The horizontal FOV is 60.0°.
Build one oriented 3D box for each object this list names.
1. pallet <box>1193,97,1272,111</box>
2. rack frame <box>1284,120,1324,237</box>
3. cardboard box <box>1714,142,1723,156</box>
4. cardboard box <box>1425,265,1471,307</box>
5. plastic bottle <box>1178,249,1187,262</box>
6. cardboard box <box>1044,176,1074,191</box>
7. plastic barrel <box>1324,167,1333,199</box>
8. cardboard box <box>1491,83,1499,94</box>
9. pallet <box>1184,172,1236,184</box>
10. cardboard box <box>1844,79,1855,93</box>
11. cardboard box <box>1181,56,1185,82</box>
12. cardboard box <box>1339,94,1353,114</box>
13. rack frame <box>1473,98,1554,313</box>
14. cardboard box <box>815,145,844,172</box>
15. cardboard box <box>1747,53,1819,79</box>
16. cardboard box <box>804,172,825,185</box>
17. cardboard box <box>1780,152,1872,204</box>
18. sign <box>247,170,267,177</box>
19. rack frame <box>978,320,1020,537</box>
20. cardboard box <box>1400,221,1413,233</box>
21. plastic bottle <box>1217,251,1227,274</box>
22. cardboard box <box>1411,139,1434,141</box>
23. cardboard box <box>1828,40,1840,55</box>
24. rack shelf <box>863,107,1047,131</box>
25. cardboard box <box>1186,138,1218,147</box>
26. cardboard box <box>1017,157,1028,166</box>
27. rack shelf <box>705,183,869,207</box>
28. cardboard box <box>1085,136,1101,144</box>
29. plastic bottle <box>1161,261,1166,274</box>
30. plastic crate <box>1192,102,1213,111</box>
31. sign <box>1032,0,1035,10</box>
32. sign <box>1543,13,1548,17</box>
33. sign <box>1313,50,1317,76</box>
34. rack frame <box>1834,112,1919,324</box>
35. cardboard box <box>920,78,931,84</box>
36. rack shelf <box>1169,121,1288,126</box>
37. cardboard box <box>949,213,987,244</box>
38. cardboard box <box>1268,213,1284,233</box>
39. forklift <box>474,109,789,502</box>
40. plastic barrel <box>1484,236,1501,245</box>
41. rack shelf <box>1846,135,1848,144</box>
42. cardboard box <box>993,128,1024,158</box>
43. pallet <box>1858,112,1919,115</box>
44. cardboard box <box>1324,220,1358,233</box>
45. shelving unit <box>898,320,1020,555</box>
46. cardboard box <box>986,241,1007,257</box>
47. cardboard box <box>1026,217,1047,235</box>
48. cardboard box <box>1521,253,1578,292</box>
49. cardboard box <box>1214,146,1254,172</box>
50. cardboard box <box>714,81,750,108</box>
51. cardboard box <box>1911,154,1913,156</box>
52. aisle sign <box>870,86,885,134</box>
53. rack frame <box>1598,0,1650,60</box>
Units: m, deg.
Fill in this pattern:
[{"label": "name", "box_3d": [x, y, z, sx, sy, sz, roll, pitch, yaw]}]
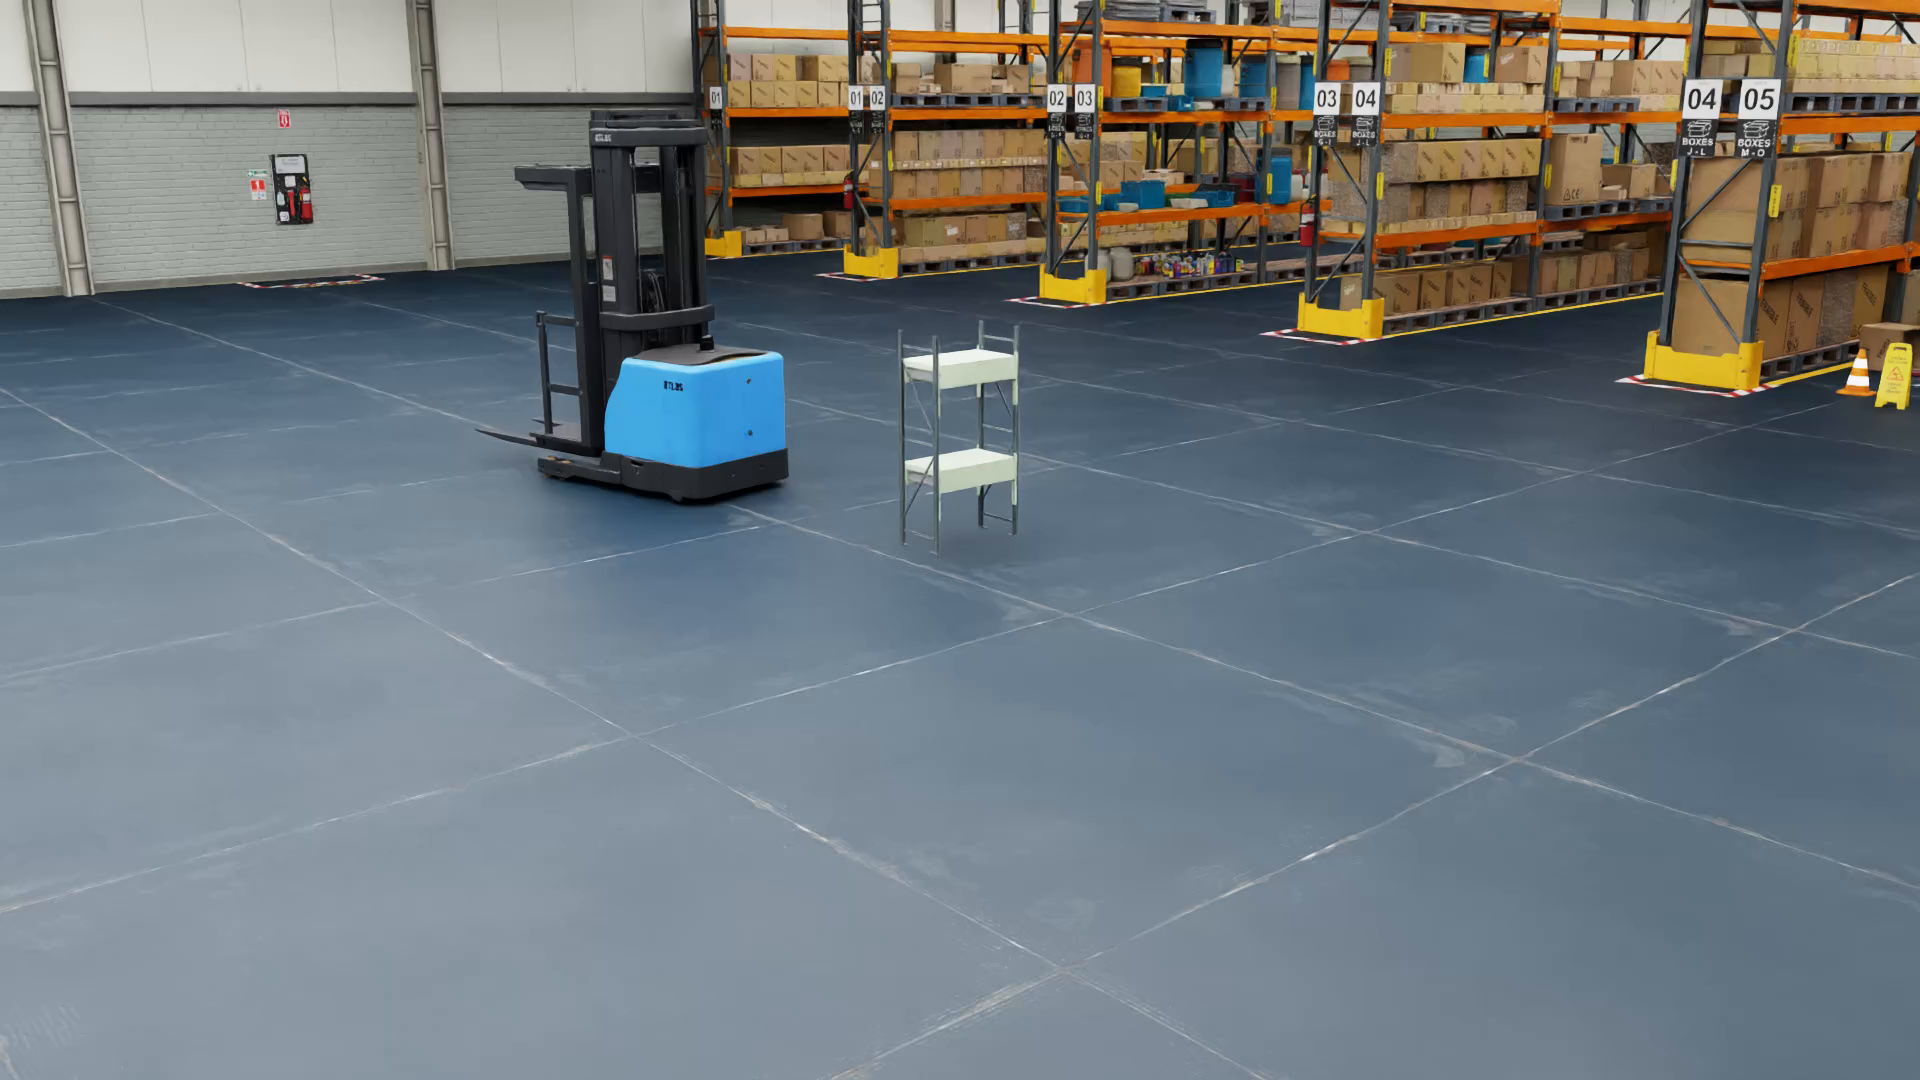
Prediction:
[{"label": "pallet", "box_3d": [4.239, -7.027, 26.800, 1.003, 0.211, 1.213, -13, 19, -39]}, {"label": "rack frame", "box_3d": [7.506, -8.131, 36.377, 0.127, 3.000, 1.000, -13, 19, -39]}, {"label": "cardboard box", "box_3d": [12.044, -6.288, 27.339, 0.637, 0.503, 0.797, -12, 19, -38]}, {"label": "cardboard box", "box_3d": [6.799, -3.563, 23.306, 0.500, 0.500, 0.500, 14, 20, 42]}, {"label": "plastic bottle", "box_3d": [3.696, -4.656, 27.647, 0.185, 0.351, 0.144, -14, 20, -42]}, {"label": "cardboard box", "box_3d": [1.813, -6.795, 31.667, 0.500, 0.250, 0.500, -11, 19, -36]}, {"label": "plastic barrel", "box_3d": [6.465, -6.193, 28.860, 0.433, 0.535, 0.433, 0, 15, 0]}, {"label": "cardboard box", "box_3d": [7.087, -6.137, 22.617, 0.250, 0.149, 0.380, -12, 19, -37]}, {"label": "pallet", "box_3d": [4.953, -7.489, 34.346, 1.003, 0.211, 1.213, -13, 19, -39]}, {"label": "cardboard box", "box_3d": [9.554, -4.975, 18.228, 0.250, 0.149, 0.380, -13, 20, -40]}, {"label": "cardboard box", "box_3d": [4.821, -9.506, 33.584, 0.500, 0.500, 0.500, -13, 19, -39]}, {"label": "cardboard box", "box_3d": [5.150, -5.677, 21.668, 0.500, 0.250, 0.500, -12, 19, -38]}, {"label": "rack frame", "box_3d": [7.971, -4.846, 24.081, 0.127, 3.000, 1.000, -13, 19, -39]}, {"label": "cardboard box", "box_3d": [-2.697, -7.730, 33.674, 0.500, 0.500, 0.500, -13, 20, -41]}, {"label": "cardboard box", "box_3d": [8.665, -4.990, 17.511, 0.500, 0.250, 0.500, -13, 20, -39]}, {"label": "cardboard box", "box_3d": [-3.072, -7.281, 33.447, 0.500, 0.250, 0.500, -12, 19, -39]}, {"label": "cardboard box", "box_3d": [10.013, -4.222, 19.359, 0.550, 0.550, 0.875, -13, 19, -39]}, {"label": "sign", "box_3d": [-11.732, -6.120, 27.753, 0.331, 0.109, 0.001, -13, 19, -39]}, {"label": "rack frame", "box_3d": [0.271, -0.785, 11.784, 0.023, 1.500, 0.400, -13, 19, -39]}, {"label": "cardboard box", "box_3d": [5.724, -4.127, 21.876, 0.250, 0.149, 0.380, -13, 19, -39]}, {"label": "plastic bottle", "box_3d": [4.278, -4.546, 27.236, 0.185, 0.351, 0.144, -14, 20, -42]}, {"label": "cardboard box", "box_3d": [6.341, -5.238, 22.841, 0.500, 0.500, 0.500, -13, 19, -39]}, {"label": "cardboard box", "box_3d": [9.167, -5.273, 17.801, 0.250, 0.149, 0.380, -12, 19, -39]}, {"label": "rack shelf", "box_3d": [-0.038, -7.538, 29.741, 4.000, 0.370, 1.077, -13, 19, -39]}, {"label": "cardboard box", "box_3d": [5.768, -9.576, 41.206, 0.700, 0.700, 0.980, -14, 20, -42]}, {"label": "cardboard box", "box_3d": [1.022, -6.963, 30.555, 0.250, 0.149, 0.380, -13, 20, -41]}, {"label": "rack shelf", "box_3d": [-3.293, -7.053, 33.736, 4.000, 0.370, 1.077, -13, 19, -39]}, {"label": "cardboard box", "box_3d": [2.906, -9.272, 38.388, 0.500, 0.250, 0.500, -13, 20, -40]}, {"label": "plastic bottle", "box_3d": [3.347, -4.464, 27.219, 0.097, 0.201, 0.097, 0, 15, 0]}, {"label": "plastic crate", "box_3d": [3.774, -6.782, 26.026, 0.396, 0.136, 0.243, -13, 19, -39]}, {"label": "sign", "box_3d": [1.597, -11.701, 36.154, 0.005, 0.325, 0.100, -13, 19, -39]}, {"label": "sign", "box_3d": [11.114, -9.856, 31.616, 0.005, 0.325, 0.100, -13, 19, -39]}, {"label": "sign", "box_3d": [4.604, -6.157, 21.460, 0.005, 0.325, 0.100, -13, 19, -39]}, {"label": "rack frame", "box_3d": [11.150, -3.864, 20.402, 0.127, 3.000, 1.000, -13, 19, -39]}, {"label": "cardboard box", "box_3d": [-0.851, -7.992, 29.249, 0.500, 0.250, 0.500, -13, 19, -39]}, {"label": "rack shelf", "box_3d": [5.997, -8.894, 34.815, 4.000, 0.370, 1.077, -13, 19, -39]}, {"label": "cardboard box", "box_3d": [0.137, -5.636, 30.098, 0.500, 0.500, 0.500, -13, 19, -39]}, {"label": "cardboard box", "box_3d": [6.565, -6.829, 35.496, 0.500, 0.500, 0.500, -12, 19, -39]}, {"label": "forklift", "box_3d": [-2.850, -1.996, 13.545, 3.031, 2.935, 1.130, 12, 19, 37]}, {"label": "plastic barrel", "box_3d": [10.333, -6.266, 32.649, 0.708, 0.901, 0.600, -13, 19, -39]}, {"label": "rack shelf", "box_3d": [12.659, -5.304, 21.376, 4.000, 0.370, 1.077, -13, 19, -39]}, {"label": "cardboard box", "box_3d": [0.760, -7.288, 30.516, 0.500, 0.500, 0.700, -13, 20, -39]}, {"label": "pallet", "box_3d": [11.810, -5.385, 20.657, 1.217, 0.209, 0.805, -14, 20, -42]}, {"label": "cardboard box", "box_3d": [5.033, -4.136, 21.908, 0.250, 0.149, 0.380, -13, 19, -39]}, {"label": "shelving unit", "box_3d": [-0.005, -0.723, 11.552, 0.755, 1.500, 0.431, -13, 19, -39]}, {"label": "cardboard box", "box_3d": [0.513, -5.359, 30.513, 0.500, 0.250, 0.500, -13, 19, -39]}, {"label": "cardboard box", "box_3d": [1.588, -6.045, 31.998, 0.500, 0.311, 0.500, -13, 19, -39]}, {"label": "cardboard box", "box_3d": [8.820, -4.028, 25.010, 0.500, 0.500, 0.700, -13, 20, -40]}, {"label": "cardboard box", "box_3d": [5.705, -7.951, 34.696, 0.500, 0.500, 0.700, -9, 17, -29]}, {"label": "cardboard box", "box_3d": [-4.385, -8.577, 32.002, 0.500, 0.500, 0.500, -12, 19, -38]}, {"label": "cardboard box", "box_3d": [12.289, -4.653, 21.227, 0.500, 0.500, 0.700, -12, 19, -39]}, {"label": "aisle sign", "box_3d": [-1.395, -7.283, 28.167, 0.004, 0.787, 0.394, -13, 19, -39]}, {"label": "rack frame", "box_3d": [13.772, -10.742, 34.527, 0.127, 3.000, 1.000, -13, 19, -39]}]
